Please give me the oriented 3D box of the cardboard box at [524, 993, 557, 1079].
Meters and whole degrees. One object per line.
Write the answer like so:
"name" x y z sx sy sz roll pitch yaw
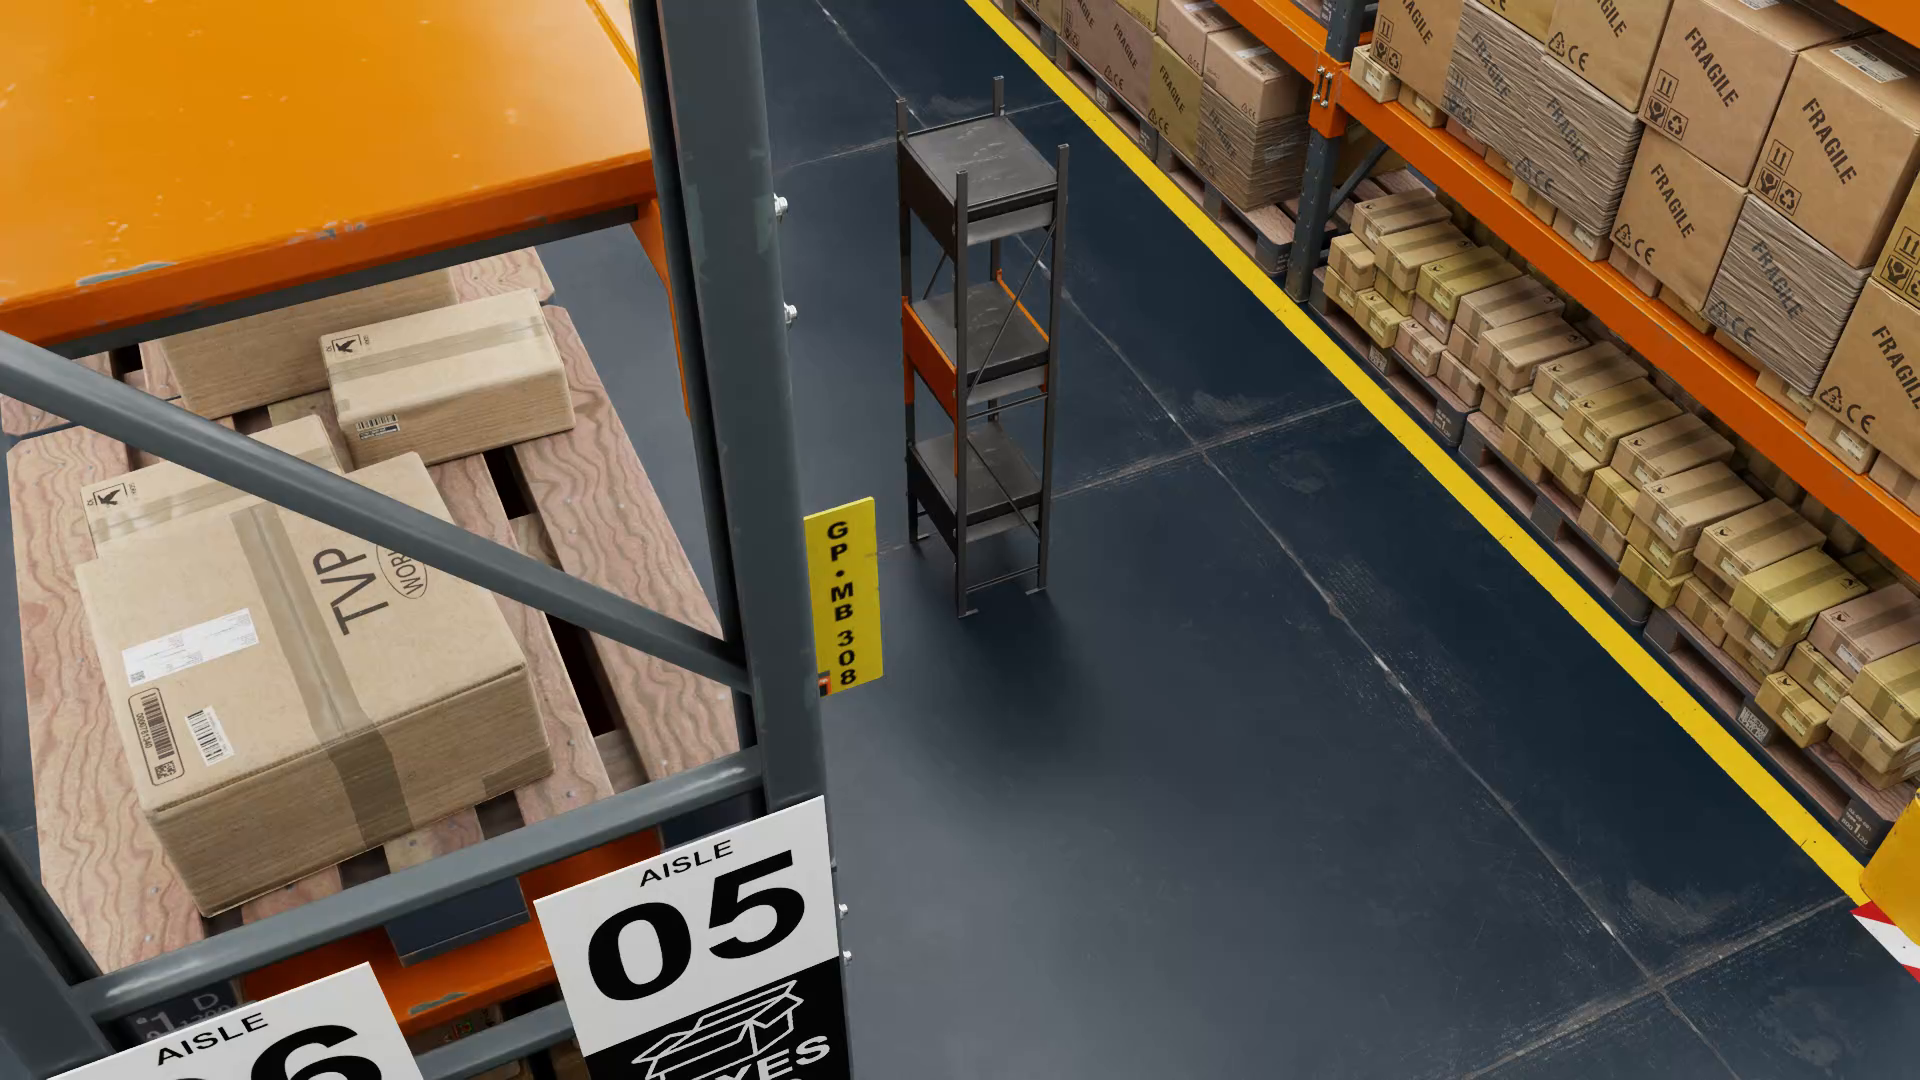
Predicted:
"cardboard box" -0.834 0.906 3.994 0.500 0.500 0.500 -19 48 -18

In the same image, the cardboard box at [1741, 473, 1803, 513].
"cardboard box" 3.352 -0.188 6.692 0.380 0.149 0.250 -20 48 -19

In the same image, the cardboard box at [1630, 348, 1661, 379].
"cardboard box" 3.113 -0.816 7.117 0.380 0.149 0.250 -20 48 -19

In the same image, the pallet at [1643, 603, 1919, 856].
"pallet" 3.452 0.536 6.425 1.003 0.211 1.213 -18 47 -17

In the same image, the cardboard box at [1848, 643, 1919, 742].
"cardboard box" 3.341 0.511 5.772 0.380 0.149 0.250 -18 47 -17

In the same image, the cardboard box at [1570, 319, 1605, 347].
"cardboard box" 2.928 -0.883 7.397 0.380 0.149 0.250 -17 47 -16

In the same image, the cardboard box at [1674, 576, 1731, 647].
"cardboard box" 3.035 0.230 6.481 0.380 0.149 0.250 -18 47 -17

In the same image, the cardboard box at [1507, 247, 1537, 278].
"cardboard box" 2.752 -1.318 7.626 0.380 0.149 0.250 -18 48 -18

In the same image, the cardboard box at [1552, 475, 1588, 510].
"cardboard box" 2.736 -0.277 6.995 0.380 0.149 0.250 -17 47 -16

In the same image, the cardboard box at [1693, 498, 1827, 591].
"cardboard box" 3.012 0.023 6.267 0.380 0.149 0.250 -20 48 -19

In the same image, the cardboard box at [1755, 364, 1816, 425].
"cardboard box" 2.998 -0.572 5.742 0.380 0.149 0.250 -20 48 -19

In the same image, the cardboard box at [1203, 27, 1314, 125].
"cardboard box" 1.569 -2.356 8.317 0.500 0.250 0.500 -19 48 -18

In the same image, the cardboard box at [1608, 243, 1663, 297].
"cardboard box" 2.687 -1.080 6.257 0.380 0.149 0.250 -16 47 -16

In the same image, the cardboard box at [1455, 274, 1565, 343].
"cardboard box" 2.412 -0.996 7.299 0.380 0.149 0.250 -19 48 -18

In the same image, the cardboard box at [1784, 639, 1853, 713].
"cardboard box" 3.252 0.445 6.051 0.380 0.149 0.250 -19 48 -18

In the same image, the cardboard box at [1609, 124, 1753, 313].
"cardboard box" 2.737 -1.203 5.919 0.500 0.500 0.500 -16 47 -15

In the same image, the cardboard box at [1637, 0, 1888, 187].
"cardboard box" 2.711 -1.583 5.593 0.500 0.500 0.500 -20 48 -19

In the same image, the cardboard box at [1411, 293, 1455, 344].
"cardboard box" 2.297 -1.065 7.581 0.380 0.149 0.250 -18 47 -18

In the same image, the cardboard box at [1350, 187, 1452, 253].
"cardboard box" 2.069 -1.495 7.805 0.380 0.149 0.250 -16 47 -16

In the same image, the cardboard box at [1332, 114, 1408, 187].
"cardboard box" 2.042 -2.238 8.732 0.500 0.500 0.500 -16 47 -16

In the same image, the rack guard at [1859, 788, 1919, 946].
"rack guard" 3.762 0.961 5.788 1.175 0.500 0.348 -18 47 -17

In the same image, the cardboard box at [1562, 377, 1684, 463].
"cardboard box" 2.703 -0.491 6.788 0.380 0.149 0.250 -18 47 -17

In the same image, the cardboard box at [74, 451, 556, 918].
"cardboard box" -0.926 0.187 2.395 0.500 0.250 0.500 -22 49 -21

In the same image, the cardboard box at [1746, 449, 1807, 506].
"cardboard box" 3.380 -0.312 6.607 0.380 0.149 0.250 -16 47 -16

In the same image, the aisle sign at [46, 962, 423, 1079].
"aisle sign" -0.906 0.858 2.262 0.394 0.787 0.004 -18 47 -17

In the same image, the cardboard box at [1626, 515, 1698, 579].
"cardboard box" 2.863 -0.029 6.532 0.380 0.149 0.250 -17 47 -17

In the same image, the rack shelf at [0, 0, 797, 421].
"rack shelf" -1.496 -1.365 2.892 1.077 0.370 4.000 -18 47 -17

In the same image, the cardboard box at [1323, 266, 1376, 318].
"cardboard box" 1.974 -1.237 7.967 0.380 0.149 0.250 -20 48 -19

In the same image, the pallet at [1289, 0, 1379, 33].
"pallet" 1.923 -2.891 8.049 1.003 0.211 1.213 -18 47 -17

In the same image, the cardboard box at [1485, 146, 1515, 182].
"cardboard box" 2.379 -1.590 6.774 0.380 0.149 0.250 -20 48 -19

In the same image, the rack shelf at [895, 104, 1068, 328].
"rack shelf" 0.070 -1.130 5.792 0.431 0.518 0.480 -18 47 -17

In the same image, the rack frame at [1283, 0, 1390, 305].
"rack frame" 2.112 -2.429 7.445 1.000 3.000 0.127 -18 47 -17

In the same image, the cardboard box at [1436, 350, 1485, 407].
"cardboard box" 2.389 -0.777 7.501 0.380 0.149 0.250 -19 48 -18

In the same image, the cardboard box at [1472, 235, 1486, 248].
"cardboard box" 2.658 -1.394 7.915 0.380 0.149 0.250 -20 48 -19

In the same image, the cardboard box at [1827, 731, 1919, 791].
"cardboard box" 3.383 0.712 5.993 0.380 0.149 0.250 -17 47 -17

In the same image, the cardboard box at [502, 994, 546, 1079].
"cardboard box" -1.074 1.018 3.168 0.500 0.500 0.500 -17 47 -16

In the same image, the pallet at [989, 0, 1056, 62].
"pallet" 0.757 -3.487 10.502 1.003 0.211 1.213 -18 47 -17

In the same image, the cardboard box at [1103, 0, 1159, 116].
"cardboard box" 1.145 -2.741 9.242 0.500 0.500 0.500 -19 48 -18

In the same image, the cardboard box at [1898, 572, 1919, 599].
"cardboard box" 3.657 0.199 6.088 0.380 0.149 0.250 -17 47 -17

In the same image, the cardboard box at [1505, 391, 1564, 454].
"cardboard box" 2.551 -0.530 7.039 0.380 0.149 0.250 -18 48 -18

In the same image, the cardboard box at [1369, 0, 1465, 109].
"cardboard box" 2.092 -2.180 6.910 0.500 0.500 0.500 -19 48 -18

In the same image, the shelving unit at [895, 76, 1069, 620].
"shelving unit" 0.070 -0.642 6.274 0.431 2.100 0.503 -18 47 -17

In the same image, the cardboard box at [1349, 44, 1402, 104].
"cardboard box" 1.934 -2.062 7.252 0.380 0.149 0.250 -16 47 -16

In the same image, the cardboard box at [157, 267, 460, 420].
"cardboard box" -1.239 -0.543 3.091 0.500 0.311 0.500 -17 47 -17
